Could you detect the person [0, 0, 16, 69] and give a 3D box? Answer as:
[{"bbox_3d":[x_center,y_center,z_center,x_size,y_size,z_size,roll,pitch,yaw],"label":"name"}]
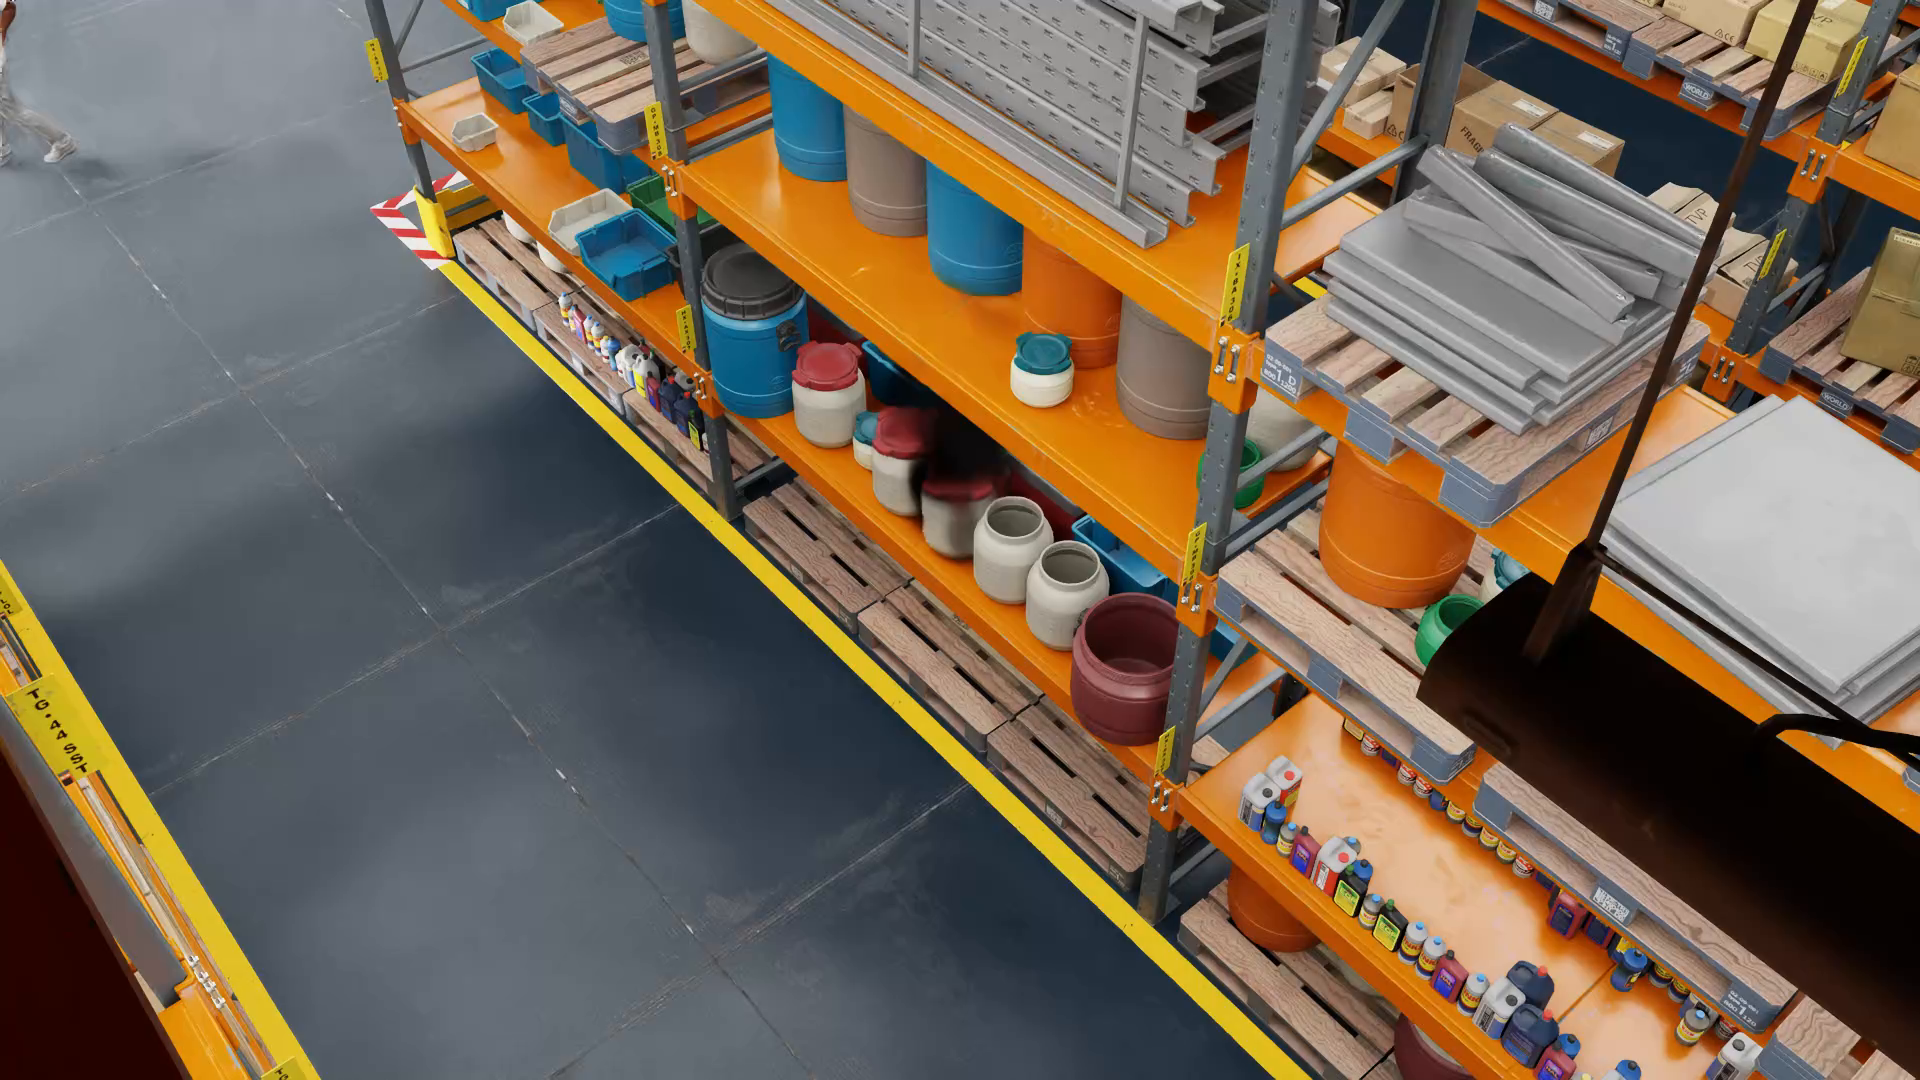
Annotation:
[{"bbox_3d":[-7.830,-4.064,12.998,0.677,0.855,0.682,-8,47,-7],"label":"person"}]
